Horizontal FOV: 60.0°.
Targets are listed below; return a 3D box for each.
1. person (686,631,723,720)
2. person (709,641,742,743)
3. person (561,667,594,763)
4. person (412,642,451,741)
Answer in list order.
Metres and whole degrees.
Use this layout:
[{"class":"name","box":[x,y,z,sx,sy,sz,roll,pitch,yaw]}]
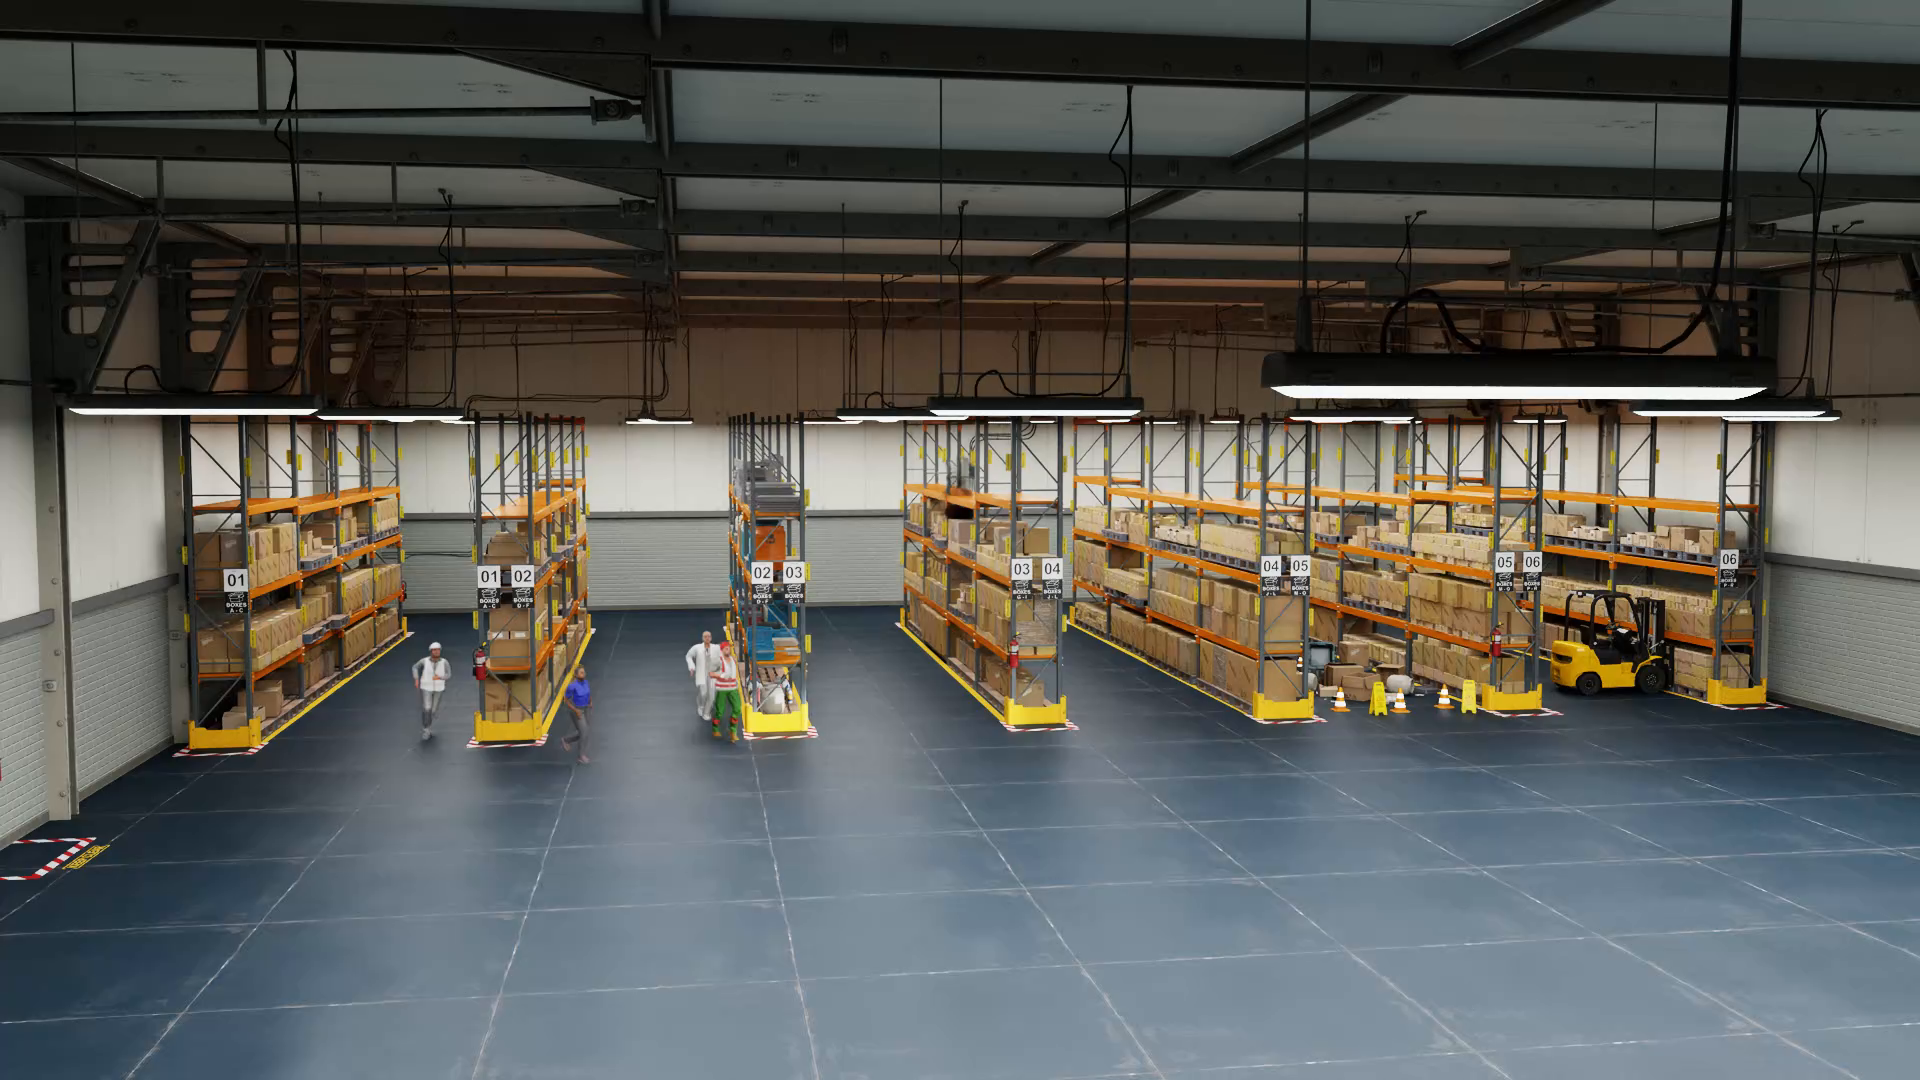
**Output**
[{"class":"person","box":[-4.935,2.650,32.379,0.714,1.736,0.616,-1,4,-20]},{"class":"person","box":[-4.269,2.765,30.319,0.654,1.832,0.671,-3,5,-36]},{"class":"person","box":[-6.595,2.984,28.515,0.681,1.639,0.554,2,4,29]},{"class":"person","box":[-9.732,2.789,30.680,0.642,1.826,0.714,-2,5,-32]}]
